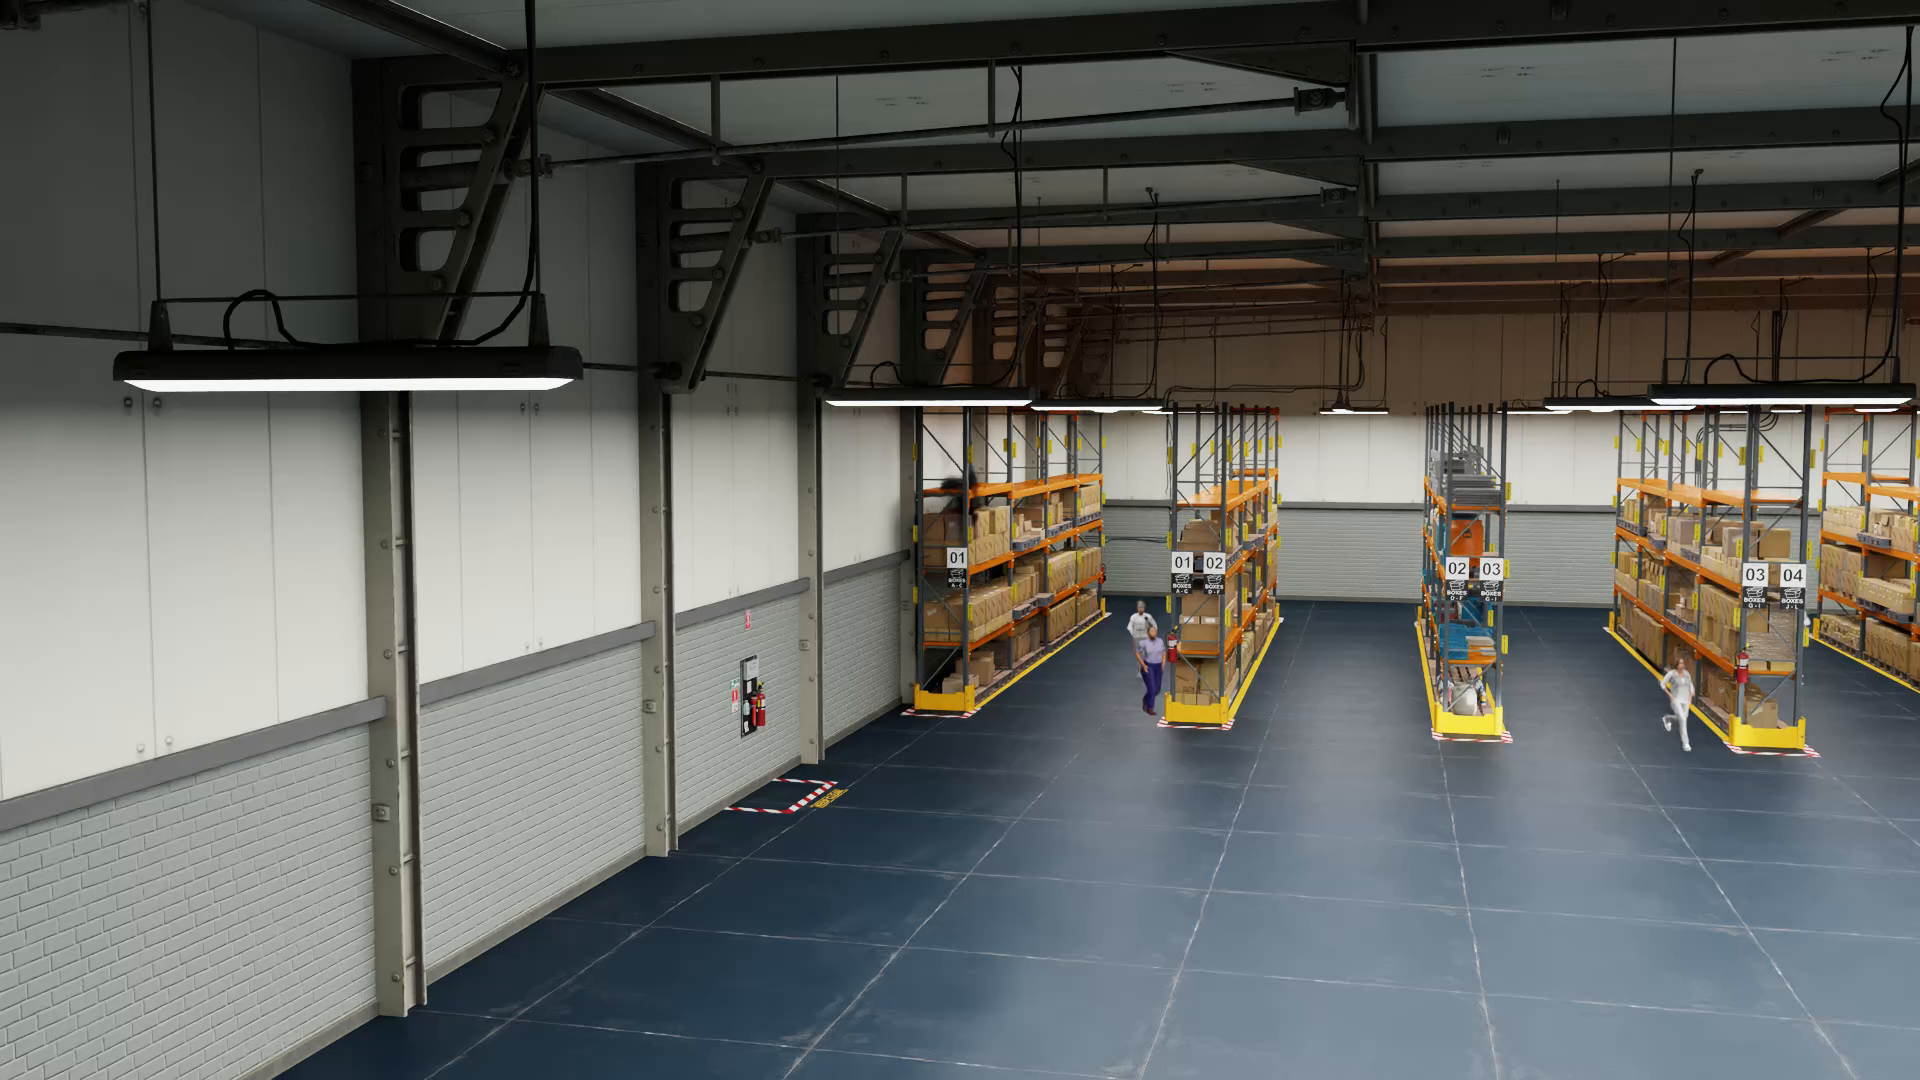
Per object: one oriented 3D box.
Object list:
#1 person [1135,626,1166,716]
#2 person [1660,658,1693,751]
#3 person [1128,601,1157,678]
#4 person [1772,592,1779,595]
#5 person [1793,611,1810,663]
[{"bbox_3d":[3.507,2.379,30.527,0.608,1.617,0.617,-2,5,-20],"label":"person"},{"bbox_3d":[12.485,2.827,28.930,0.521,1.577,0.901,-1,4,-11],"label":"person"},{"bbox_3d":[4.027,2.179,36.854,0.632,1.670,0.823,1,4,12],"label":"person"},{"bbox_3d":[20.880,1.673,42.887,0.673,1.763,0.945,3,5,36],"label":"person"},{"bbox_3d":[18.759,2.098,37.349,0.610,1.689,0.824,1,4,16],"label":"person"}]
